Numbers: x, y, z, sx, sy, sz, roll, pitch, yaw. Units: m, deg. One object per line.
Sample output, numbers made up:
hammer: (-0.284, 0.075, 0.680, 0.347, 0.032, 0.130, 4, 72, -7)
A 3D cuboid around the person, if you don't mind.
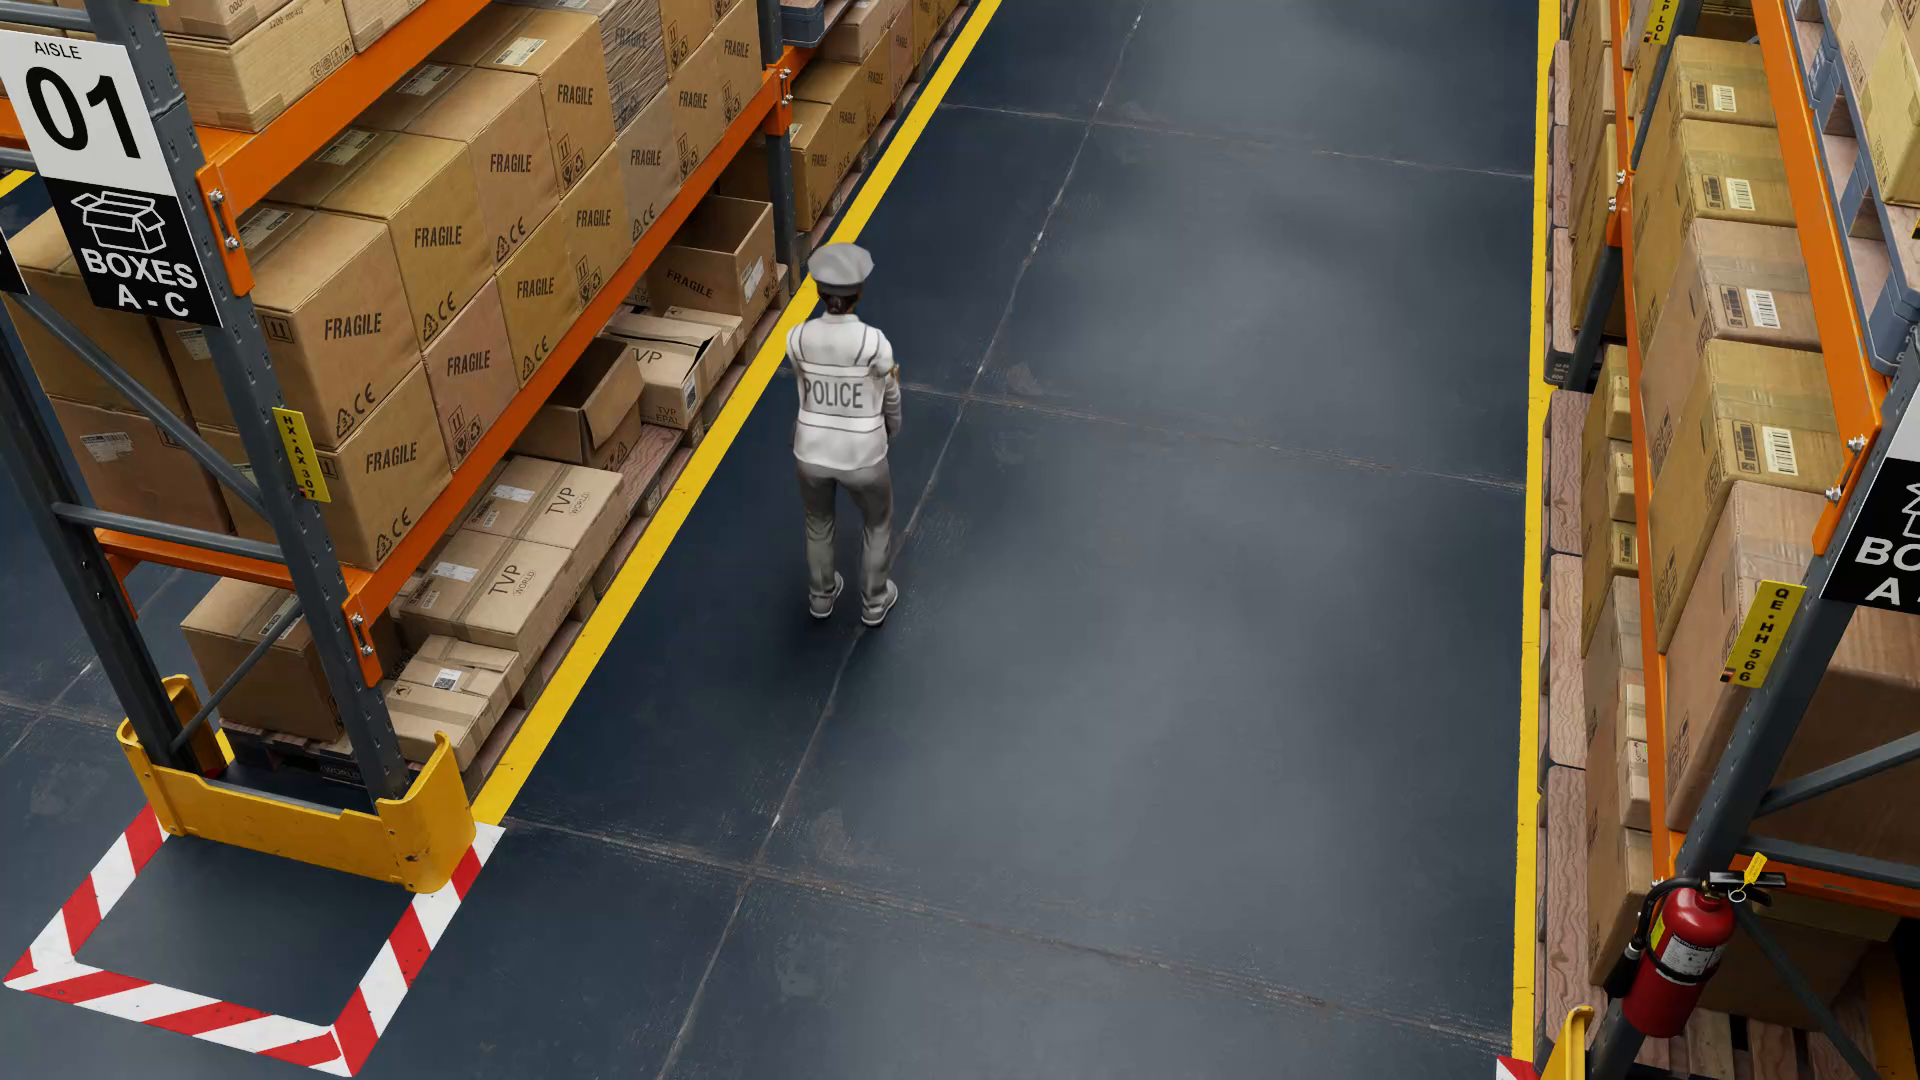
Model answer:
person: (-0.457, -0.391, 6.635, 0.413, 1.631, 0.562, 8, 42, 9)
